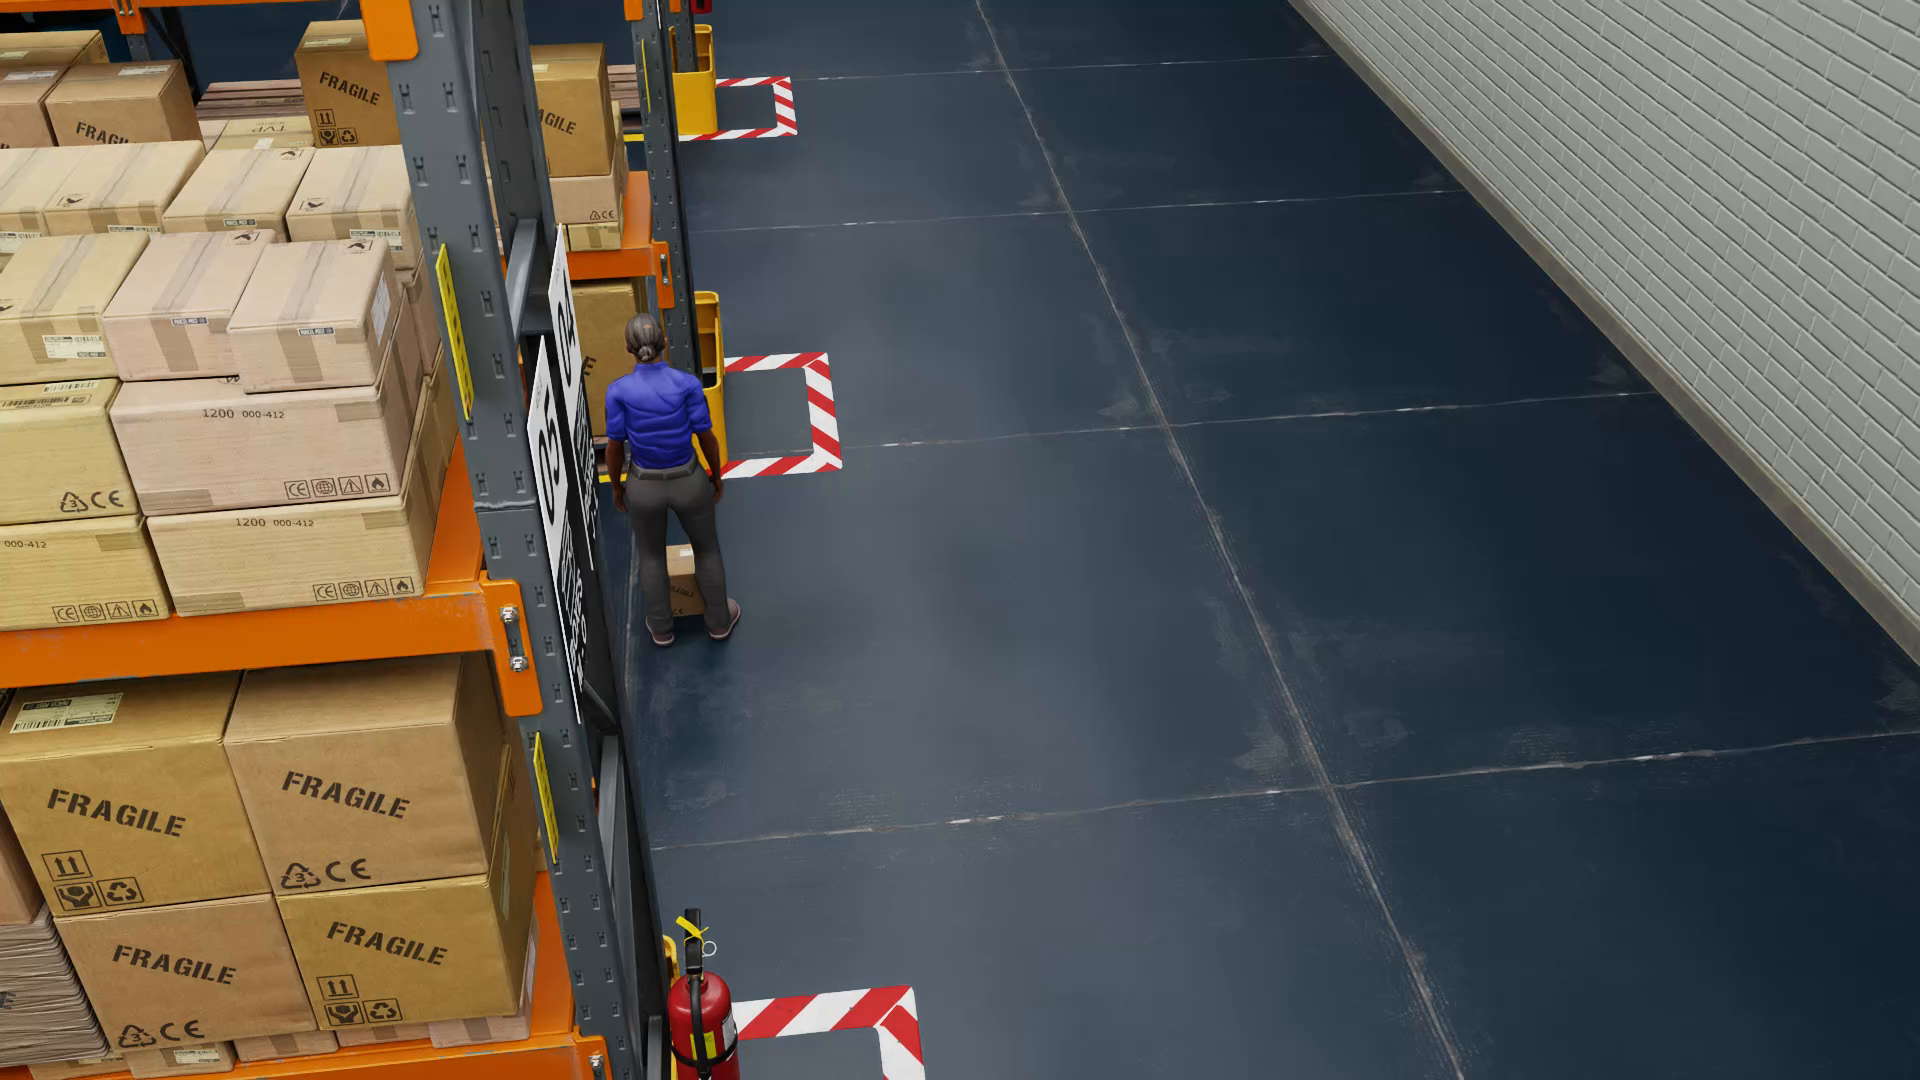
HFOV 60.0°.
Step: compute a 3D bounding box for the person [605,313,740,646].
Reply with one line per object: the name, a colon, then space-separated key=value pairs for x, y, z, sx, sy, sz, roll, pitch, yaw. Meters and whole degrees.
person: x=-1.312 y=-0.249 z=7.504 sx=0.523 sy=1.655 sz=0.351 roll=-5 pitch=35 yaw=-8
